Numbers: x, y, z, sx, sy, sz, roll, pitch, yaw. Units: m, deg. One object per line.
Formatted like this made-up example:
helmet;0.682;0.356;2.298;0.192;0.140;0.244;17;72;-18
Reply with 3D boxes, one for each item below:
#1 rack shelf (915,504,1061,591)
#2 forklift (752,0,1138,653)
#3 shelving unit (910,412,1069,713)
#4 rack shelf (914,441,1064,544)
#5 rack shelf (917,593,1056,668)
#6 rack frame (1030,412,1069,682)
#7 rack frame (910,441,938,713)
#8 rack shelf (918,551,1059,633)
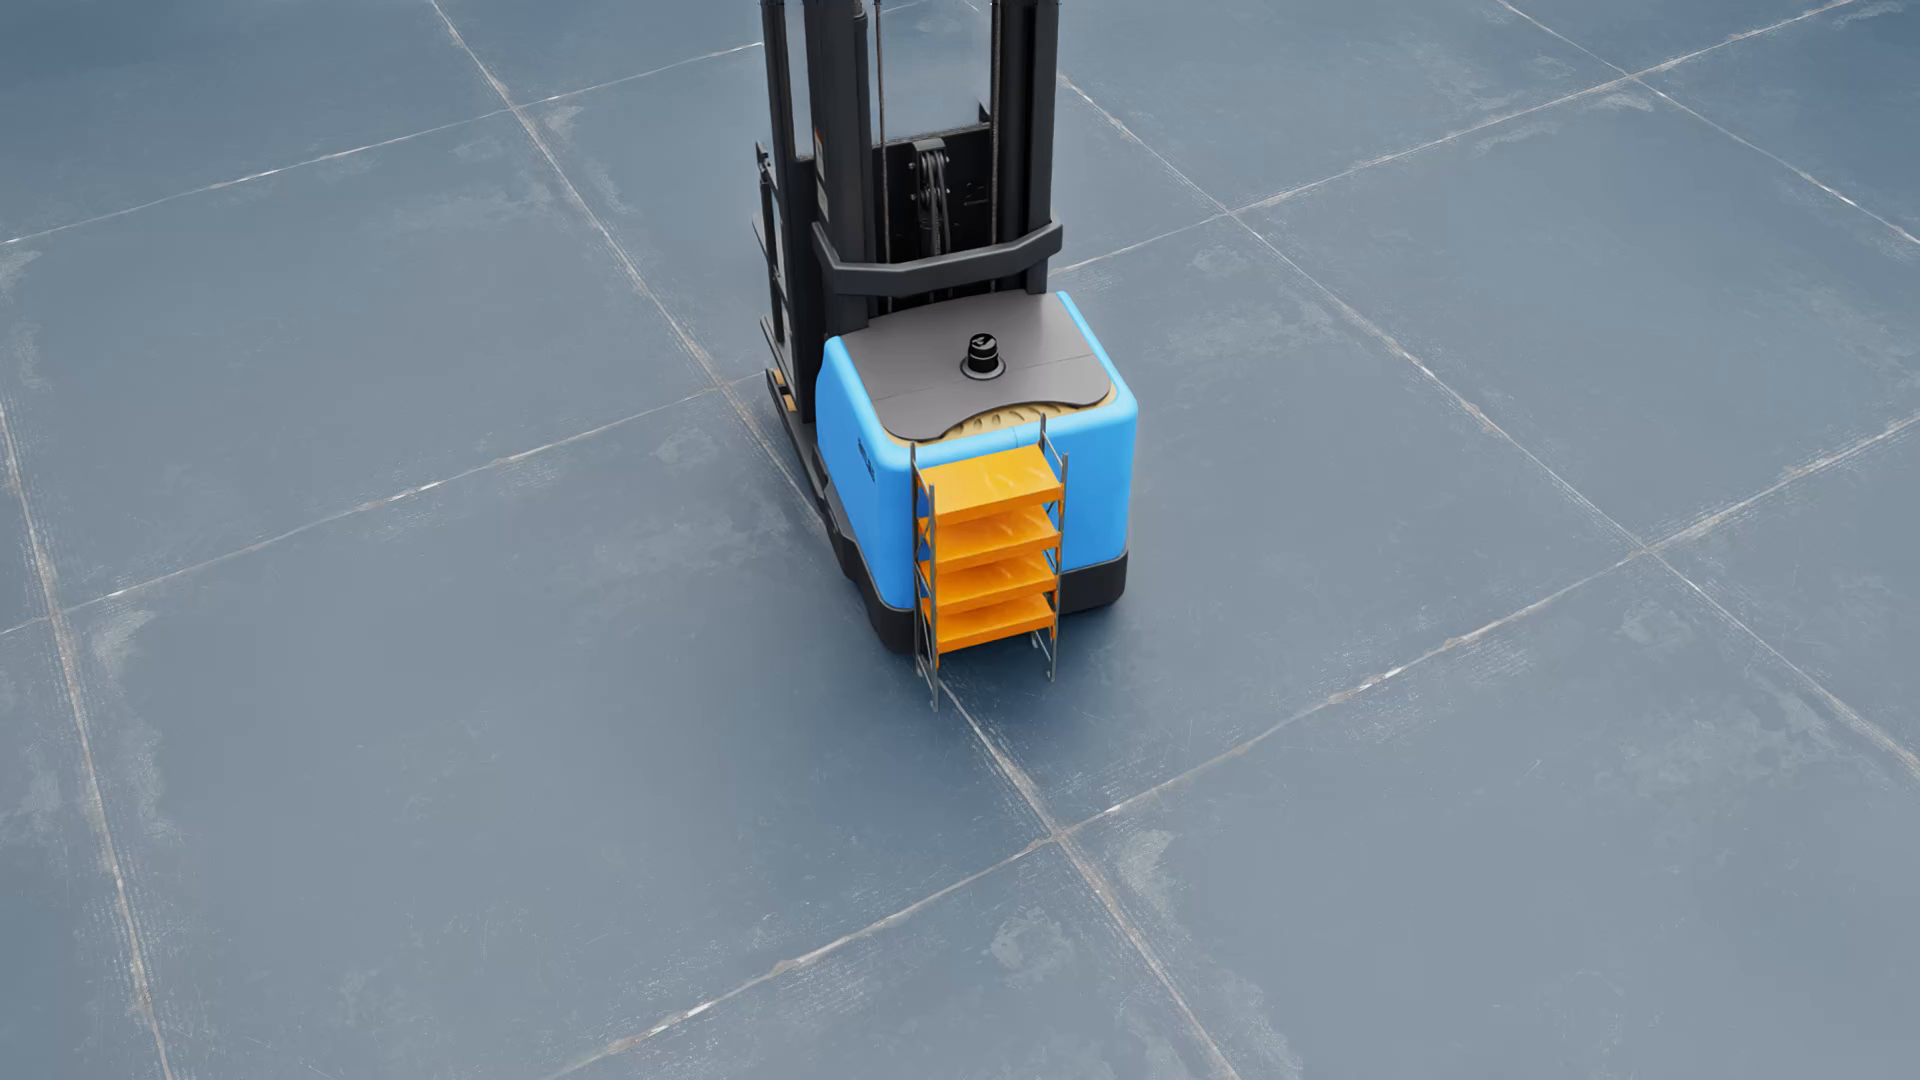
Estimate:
rack shelf;0.100;-0.003;6.096;0.480;0.148;0.258;-13;46;-13
forklift;-0.270;-1.648;6.773;1.130;2.935;3.031;-13;46;-13
shelving unit;0.100;0.109;6.205;0.503;1.200;0.258;-13;46;-13
rack shelf;0.100;-0.172;5.930;0.480;0.148;0.258;-13;46;-13
rack shelf;0.099;0.299;6.391;0.480;0.148;0.258;-13;46;-13
rack frame;0.331;0.055;6.261;0.015;1.200;0.240;-13;46;-13
rack frame;-0.132;0.163;6.149;0.015;1.200;0.240;-13;46;-13
rack shelf;0.099;0.157;6.252;0.480;0.148;0.258;-13;46;-13
